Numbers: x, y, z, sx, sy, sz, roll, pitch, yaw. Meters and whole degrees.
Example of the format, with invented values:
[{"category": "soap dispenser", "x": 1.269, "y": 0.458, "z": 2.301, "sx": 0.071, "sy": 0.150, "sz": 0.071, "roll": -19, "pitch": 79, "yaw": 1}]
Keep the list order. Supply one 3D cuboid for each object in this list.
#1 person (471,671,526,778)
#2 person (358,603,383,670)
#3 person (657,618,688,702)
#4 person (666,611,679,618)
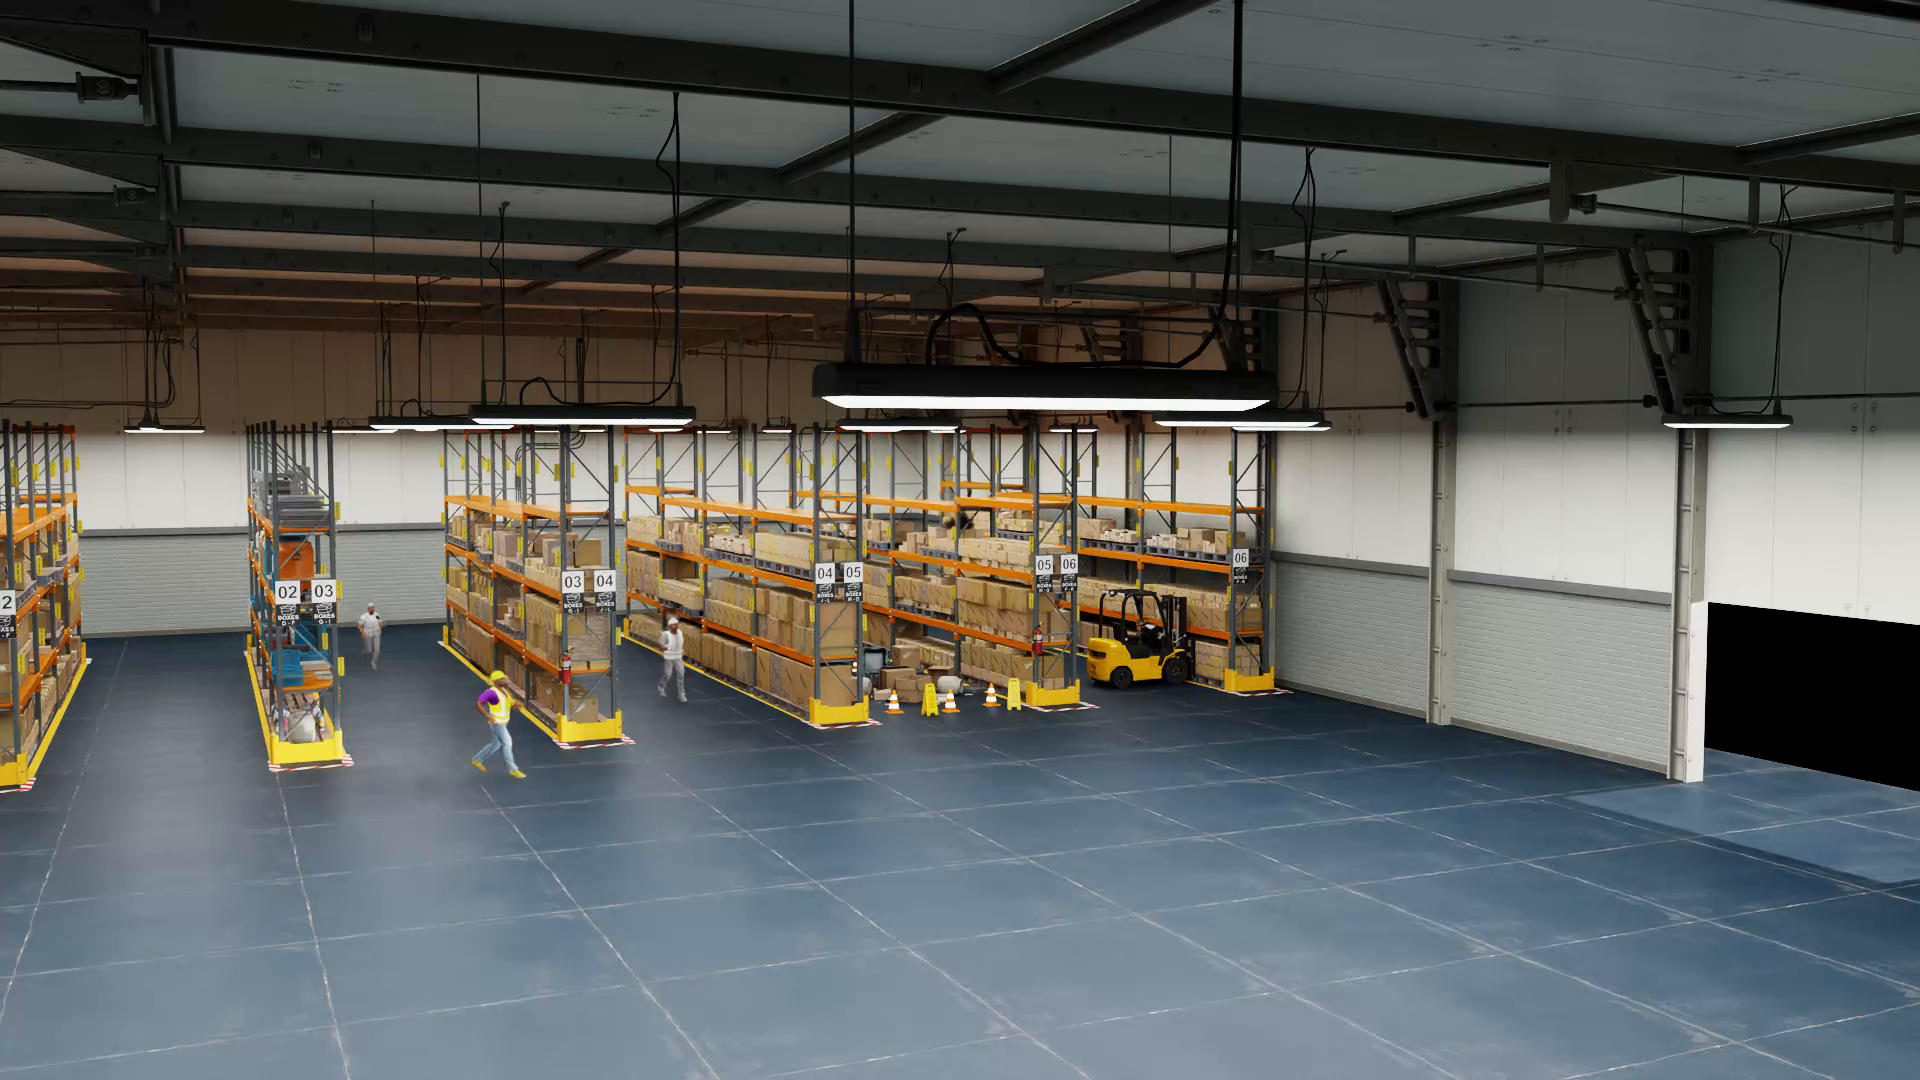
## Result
[{"category": "person", "x": -7.739, "y": 3.081, "z": 27.870, "sx": 0.966, "sy": 1.788, "sz": 0.694, "roll": 0, "pitch": 4, "yaw": 1}, {"category": "person", "x": -14.518, "y": 2.362, "z": 41.016, "sx": 0.607, "sy": 1.632, "sz": 0.596, "roll": -3, "pitch": 4, "yaw": -35}, {"category": "person", "x": -6.228, "y": 2.567, "z": 35.935, "sx": 0.635, "sy": 1.785, "sz": 0.977, "roll": -3, "pitch": 5, "yaw": -38}, {"category": "person", "x": -8.529, "y": 1.832, "z": 49.101, "sx": 0.624, "sy": 1.608, "sz": 0.572, "roll": 1, "pitch": 4, "yaw": 15}]
